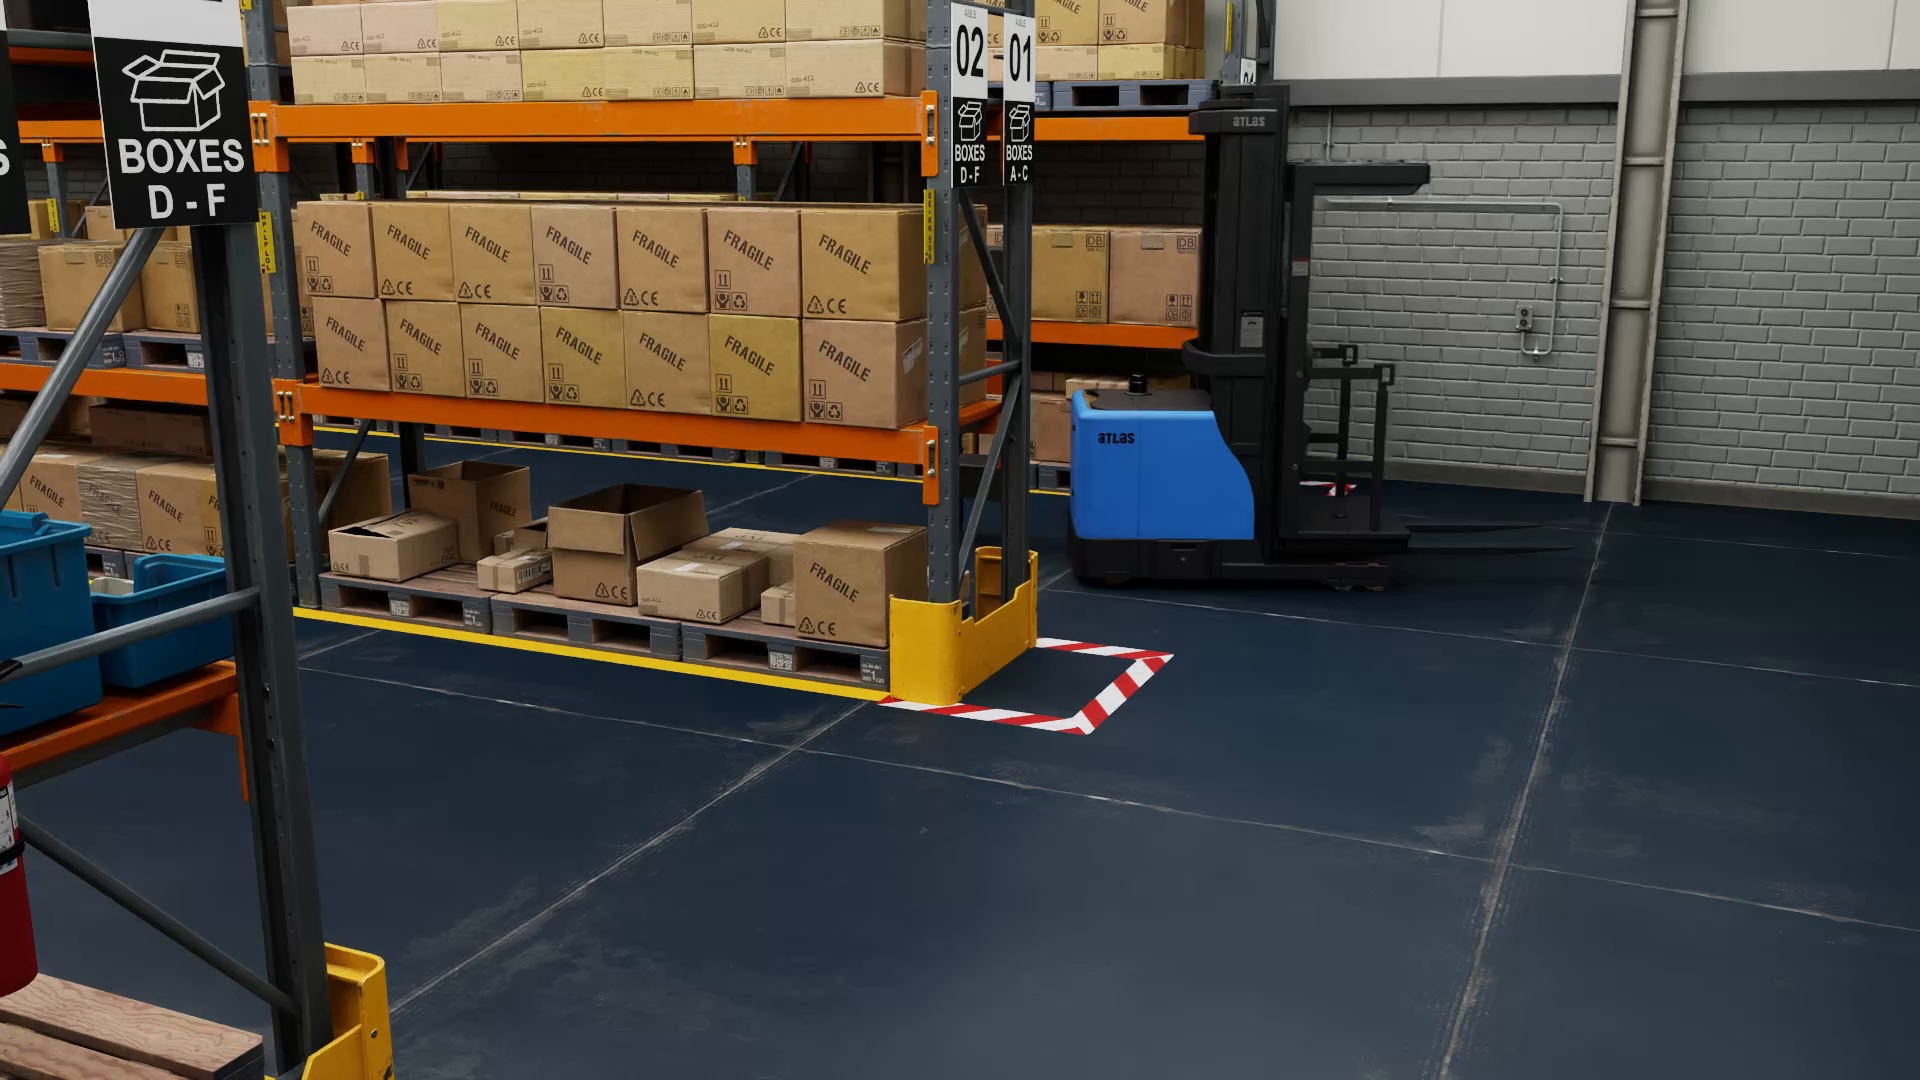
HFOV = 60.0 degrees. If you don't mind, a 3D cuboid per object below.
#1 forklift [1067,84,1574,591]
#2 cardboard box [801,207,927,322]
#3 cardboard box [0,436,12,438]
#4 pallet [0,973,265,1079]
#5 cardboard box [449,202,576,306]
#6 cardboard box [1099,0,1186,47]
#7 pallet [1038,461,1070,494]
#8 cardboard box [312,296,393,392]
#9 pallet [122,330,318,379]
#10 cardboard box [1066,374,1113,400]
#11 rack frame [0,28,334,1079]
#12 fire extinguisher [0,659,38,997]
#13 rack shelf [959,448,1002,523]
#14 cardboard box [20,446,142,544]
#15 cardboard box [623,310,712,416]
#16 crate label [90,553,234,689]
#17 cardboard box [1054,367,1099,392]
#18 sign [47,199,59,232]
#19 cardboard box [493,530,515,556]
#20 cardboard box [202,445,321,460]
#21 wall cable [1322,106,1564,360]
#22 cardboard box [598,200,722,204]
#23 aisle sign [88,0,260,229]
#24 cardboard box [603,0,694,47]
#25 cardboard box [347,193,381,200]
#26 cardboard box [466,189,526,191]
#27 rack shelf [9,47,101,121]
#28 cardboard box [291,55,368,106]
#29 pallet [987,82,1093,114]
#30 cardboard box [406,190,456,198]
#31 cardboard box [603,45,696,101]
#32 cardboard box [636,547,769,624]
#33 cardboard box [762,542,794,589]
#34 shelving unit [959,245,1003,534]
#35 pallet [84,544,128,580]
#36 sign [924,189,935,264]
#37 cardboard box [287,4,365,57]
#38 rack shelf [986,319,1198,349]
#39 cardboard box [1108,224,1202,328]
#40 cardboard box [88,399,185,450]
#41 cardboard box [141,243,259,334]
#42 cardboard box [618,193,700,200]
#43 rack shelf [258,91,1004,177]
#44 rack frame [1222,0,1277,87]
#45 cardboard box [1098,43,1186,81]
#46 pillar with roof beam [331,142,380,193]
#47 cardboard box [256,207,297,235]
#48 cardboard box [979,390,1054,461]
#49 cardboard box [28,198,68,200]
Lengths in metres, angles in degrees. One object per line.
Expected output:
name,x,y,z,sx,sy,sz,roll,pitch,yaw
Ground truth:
forklift,2.212,-1.244,10.141,3.031,2.935,1.130,0,13,1
cardboard box,-0.412,-1.317,7.894,0.500,0.500,0.500,6,14,23
cardboard box,-6.258,-0.498,11.319,0.500,0.500,0.500,6,15,25
pallet,-2.642,1.510,4.360,1.213,0.211,1.003,6,14,23
cardboard box,-2.293,-1.506,8.698,0.500,0.500,0.500,5,14,22
cardboard box,1.329,-3.849,12.075,0.500,0.500,0.500,6,14,23
pallet,1.346,-0.533,13.064,1.213,0.211,1.003,6,14,23
cardboard box,-3.196,-1.113,9.211,0.500,0.500,0.500,6,15,25
pallet,-4.238,-1.171,10.101,1.213,0.211,1.003,6,14,23
cardboard box,1.003,-1.177,12.839,0.250,0.149,0.380,6,15,25
rack frame,-1.905,0.237,3.678,0.053,2.616,0.949,6,14,23
fire extinguisher,-1.950,0.564,3.269,0.183,0.674,0.296,6,14,23
rack shelf,0.151,-0.312,11.113,0.480,0.518,0.431,6,14,23
cardboard box,-5.491,-0.292,10.440,0.500,0.500,0.500,5,14,21
cardboard box,-1.343,-0.926,8.415,0.500,0.500,0.500,6,14,24
crate label,-1.996,0.197,4.084,0.303,0.233,0.416,6,14,23
cardboard box,0.932,-1.280,13.277,0.250,0.149,0.380,6,14,24
sign,-9.075,-3.251,16.647,0.005,0.325,0.100,6,14,23
cardboard box,-2.548,0.021,9.875,0.250,0.149,0.380,6,14,23
cardboard box,-4.387,-0.308,10.510,0.500,0.500,0.500,6,14,24
wall cable,3.663,-2.407,12.721,1.851,1.984,0.084,6,14,23
cardboard box,-1.594,-1.570,8.974,0.500,0.500,0.500,6,14,23
aisle sign,-1.718,-1.085,3.620,0.004,0.787,0.394,6,14,23
cardboard box,-1.380,-2.516,8.079,0.500,0.250,0.500,6,14,23
cardboard box,-5.533,-3.177,15.628,0.250,0.149,0.380,4,14,16
cardboard box,-4.214,-3.105,15.366,0.500,0.250,0.500,5,14,21
rack shelf,-3.732,-1.059,4.210,4.000,0.370,1.077,6,14,23
cardboard box,-3.207,-2.459,8.929,0.500,0.250,0.500,6,14,23
pallet,0.307,-3.429,12.930,1.213,0.211,1.003,6,14,23
cardboard box,-4.868,-3.043,15.101,0.500,0.250,0.500,6,15,25
cardboard box,-1.386,-2.270,8.124,0.500,0.250,0.500,6,14,23
cardboard box,-1.347,0.234,8.749,0.500,0.250,0.500,6,14,23
cardboard box,-0.733,0.171,9.017,0.500,0.250,0.500,6,14,23
shelving unit,0.151,-1.007,10.950,0.503,2.100,0.431,6,14,23
pallet,-5.430,0.010,10.752,1.213,0.211,1.003,6,14,23
sign,-0.137,-1.401,7.435,0.005,0.325,0.100,6,14,23
cardboard box,-3.207,-2.702,8.871,0.500,0.250,0.500,6,14,23
rack shelf,0.280,-1.668,13.371,4.000,0.370,1.077,6,14,23
cardboard box,1.639,-2.024,12.658,0.700,0.700,0.980,7,15,26
cardboard box,-5.268,-0.765,10.815,0.500,0.250,0.500,5,14,22
cardboard box,-4.548,-1.562,10.208,0.500,0.500,0.700,8,16,32
cardboard box,-2.542,-2.810,14.111,0.500,0.250,0.500,6,15,24
rack shelf,-1.723,-2.093,8.617,4.000,0.370,1.077,6,14,23
rack frame,2.109,-4.754,11.815,0.127,3.000,1.000,6,14,23
cardboard box,1.332,-3.486,12.167,0.500,0.250,0.500,6,15,25
pillar with roof beam,-7.787,-4.896,12.420,0.400,9.000,9.100,6,14,23
cardboard box,-6.787,-2.988,16.241,0.500,0.500,0.700,6,14,23
cardboard box,0.511,-0.957,13.319,0.500,0.500,0.700,5,14,21
cardboard box,-9.679,-3.381,17.740,0.500,0.500,0.500,6,14,23
